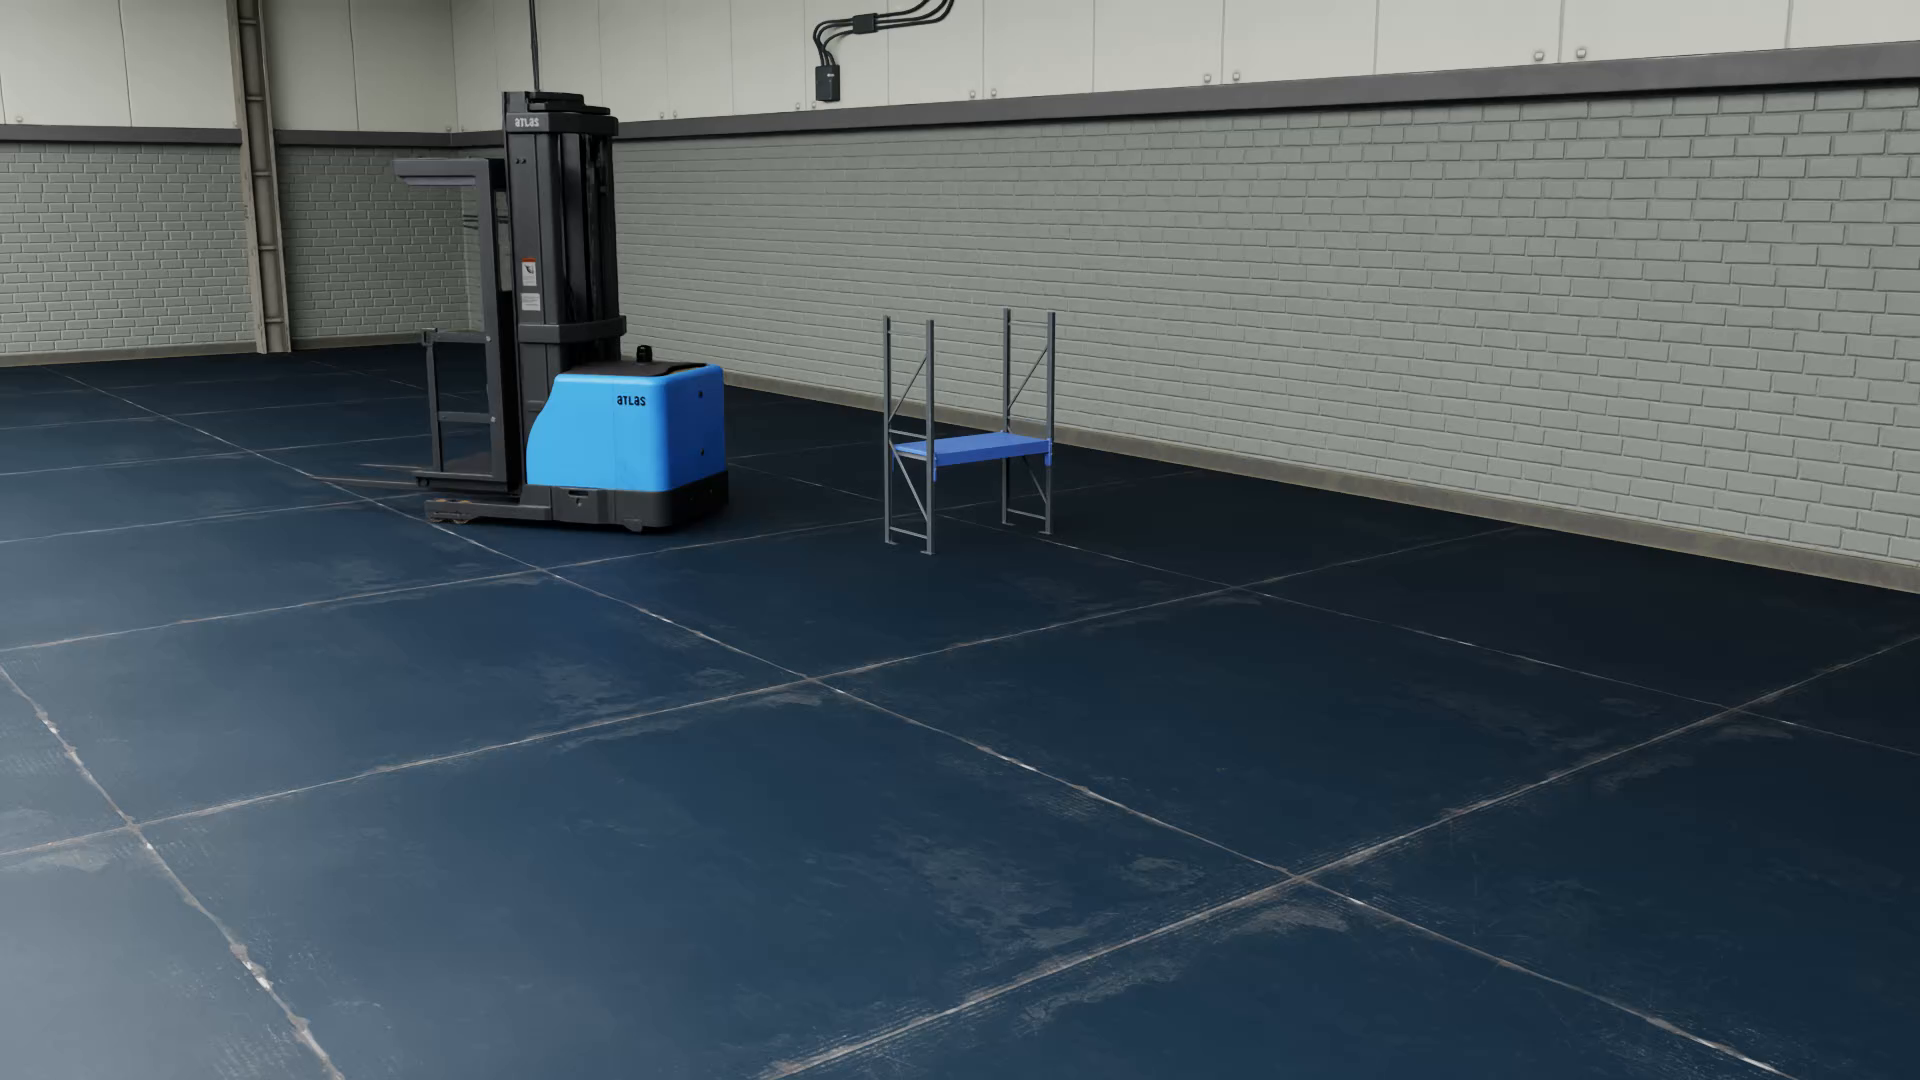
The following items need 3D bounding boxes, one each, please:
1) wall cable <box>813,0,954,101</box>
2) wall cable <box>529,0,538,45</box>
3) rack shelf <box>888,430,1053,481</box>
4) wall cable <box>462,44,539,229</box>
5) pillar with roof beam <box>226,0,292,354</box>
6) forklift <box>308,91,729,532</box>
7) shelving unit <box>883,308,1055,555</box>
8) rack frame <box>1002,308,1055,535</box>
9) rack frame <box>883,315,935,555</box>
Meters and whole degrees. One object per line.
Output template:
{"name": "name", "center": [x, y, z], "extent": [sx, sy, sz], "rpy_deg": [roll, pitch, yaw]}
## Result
{"name": "wall cable", "center": [-0.774, -7.383, 16.047], "extent": [0.169, 6.003, 2.305], "rpy_deg": [-9, 15, -38]}
{"name": "wall cable", "center": [-5.002, -7.774, 21.393], "extent": [0.112, 2.526, 3.097], "rpy_deg": [-9, 15, -38]}
{"name": "rack shelf", "center": [0.067, -0.569, 11.062], "extent": [1.000, 0.185, 0.538], "rpy_deg": [-9, 15, -38]}
{"name": "wall cable", "center": [-6.692, -5.743, 23.984], "extent": [0.112, 2.526, 3.097], "rpy_deg": [-9, 15, -38]}
{"name": "pillar with roof beam", "center": [-7.130, -6.396, 19.583], "extent": [0.400, 9.000, 9.100], "rpy_deg": [-9, 15, -38]}
{"name": "forklift", "center": [-3.252, -1.644, 11.814], "extent": [3.031, 2.935, 1.130], "rpy_deg": [4, 13, 17]}
{"name": "shelving unit", "center": [0.067, -0.745, 11.025], "extent": [1.048, 1.500, 0.538], "rpy_deg": [-9, 15, -38]}
{"name": "rack frame", "center": [0.464, -0.811, 11.336], "extent": [0.032, 1.500, 0.500], "rpy_deg": [-9, 15, -38]}
{"name": "rack frame", "center": [-0.330, -0.679, 10.714], "extent": [0.032, 1.500, 0.500], "rpy_deg": [-9, 15, -38]}
